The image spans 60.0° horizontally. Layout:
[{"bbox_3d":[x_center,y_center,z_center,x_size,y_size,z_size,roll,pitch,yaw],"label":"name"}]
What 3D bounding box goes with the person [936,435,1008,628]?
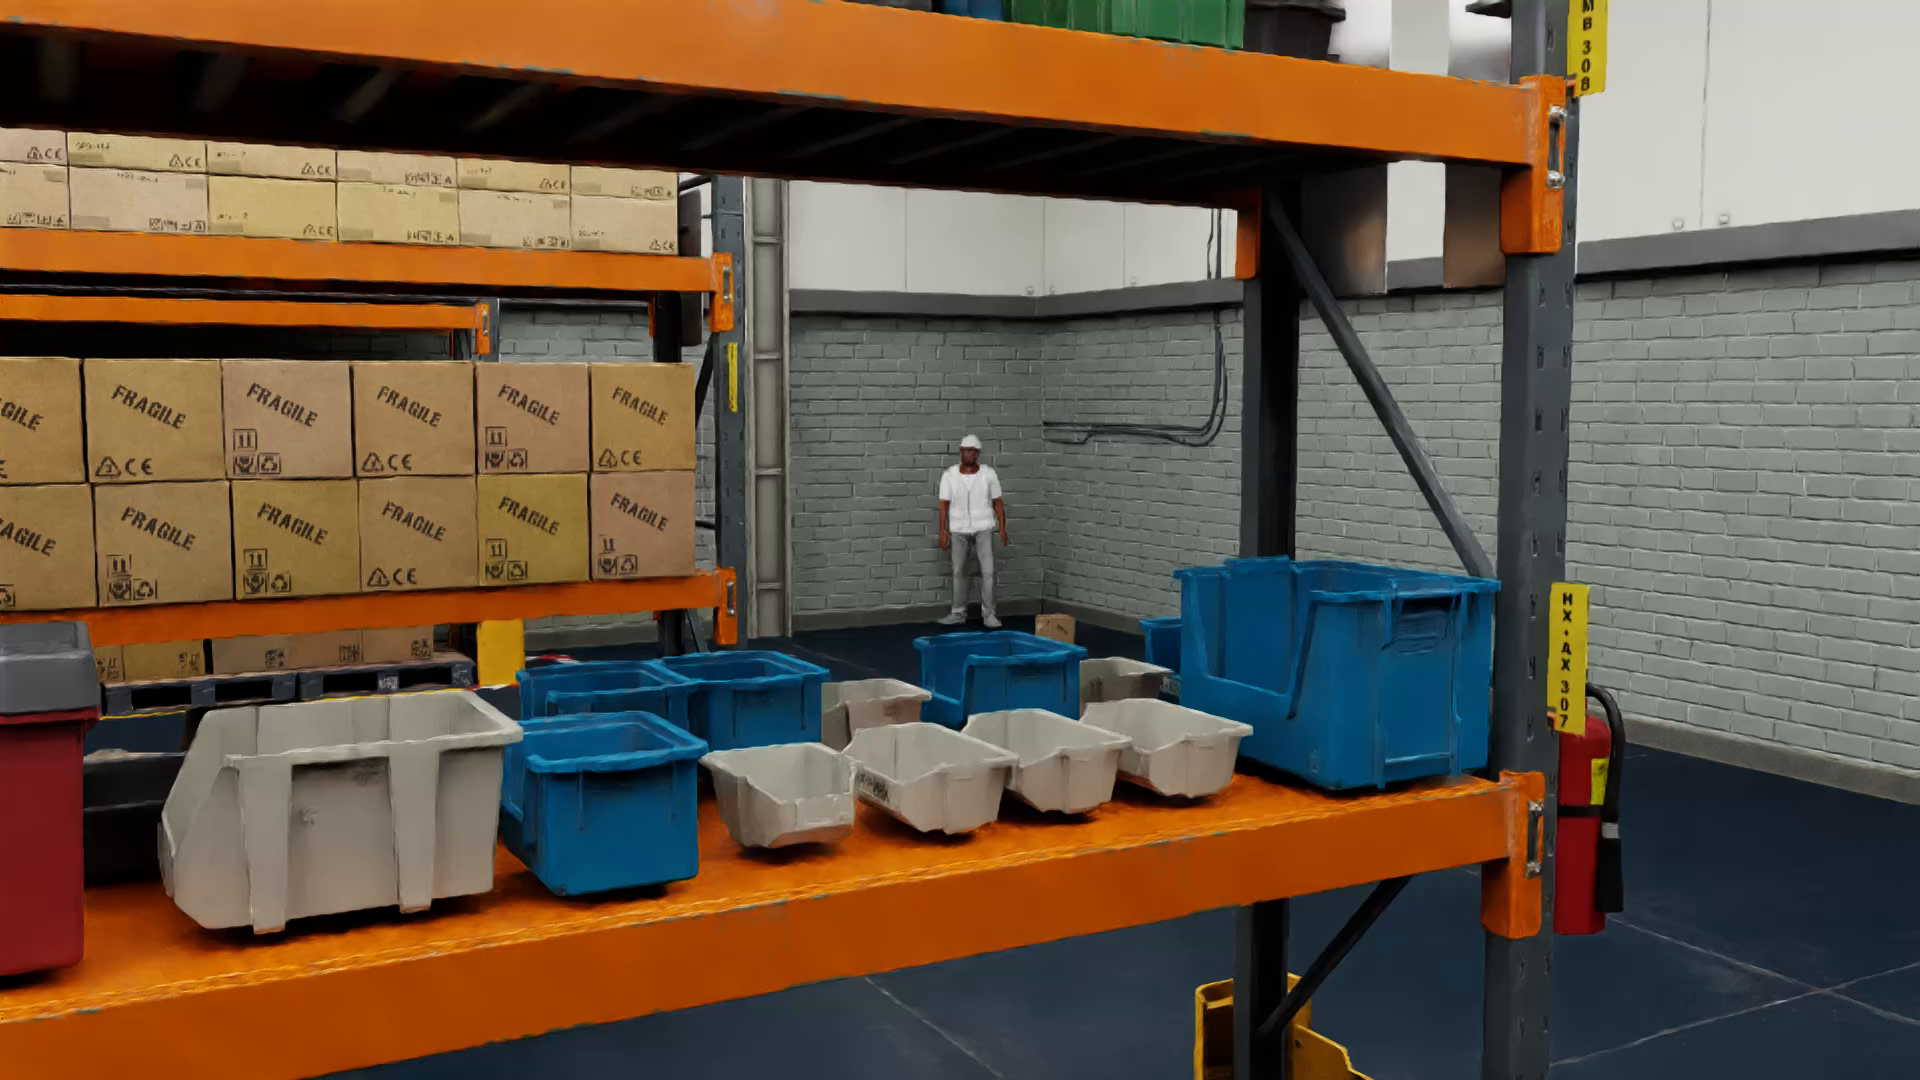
[{"bbox_3d":[0.112,-0.088,15.369,0.663,1.771,0.377,1,5,6],"label":"person"}]
